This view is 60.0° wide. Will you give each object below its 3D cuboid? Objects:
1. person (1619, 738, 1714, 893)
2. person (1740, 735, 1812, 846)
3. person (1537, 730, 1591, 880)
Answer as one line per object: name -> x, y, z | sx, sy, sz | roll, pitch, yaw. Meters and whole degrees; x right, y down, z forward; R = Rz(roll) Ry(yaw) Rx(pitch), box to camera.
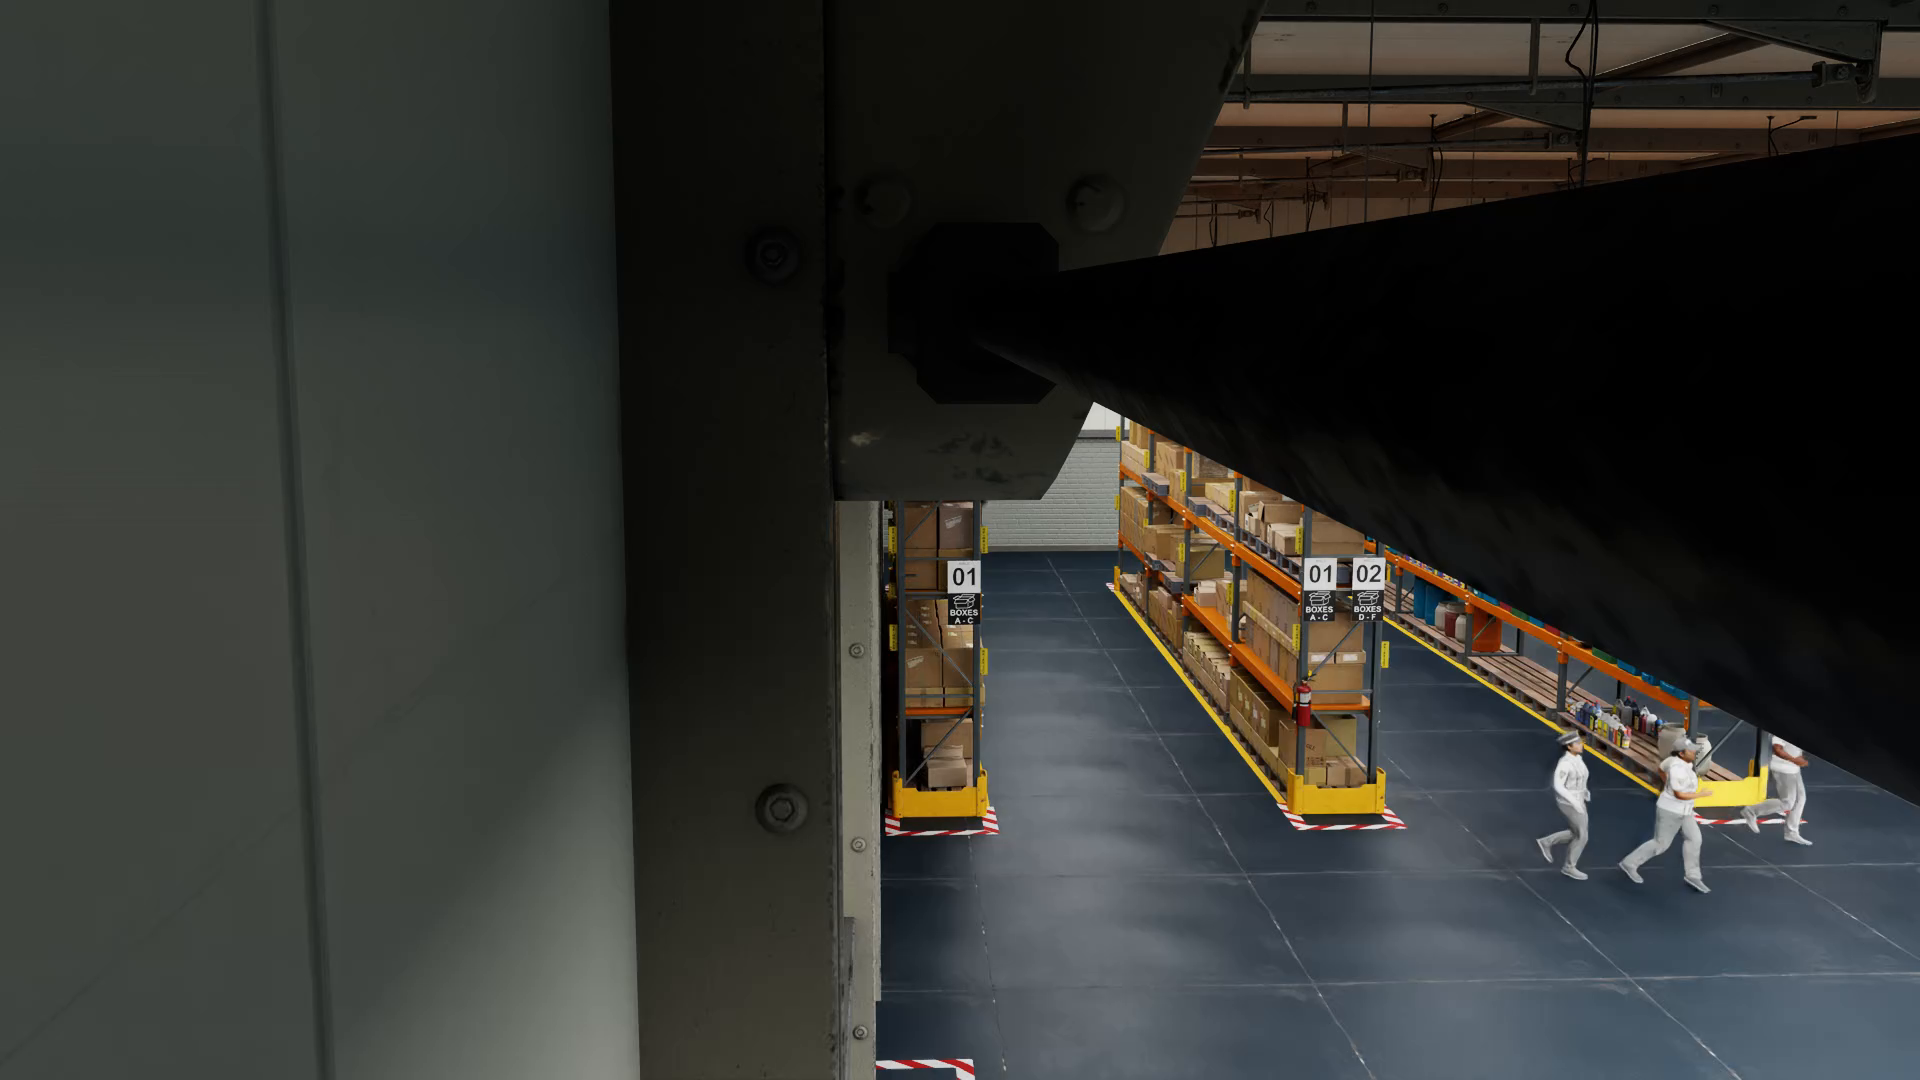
person -> 7.649, 2.948, 17.939 | 0.909, 1.707, 0.612 | 5, 9, 29
person -> 9.615, 2.683, 19.493 | 0.787, 1.772, 0.721 | 4, 9, 23
person -> 6.683, 2.892, 18.358 | 0.561, 1.675, 0.616 | 5, 10, 31
